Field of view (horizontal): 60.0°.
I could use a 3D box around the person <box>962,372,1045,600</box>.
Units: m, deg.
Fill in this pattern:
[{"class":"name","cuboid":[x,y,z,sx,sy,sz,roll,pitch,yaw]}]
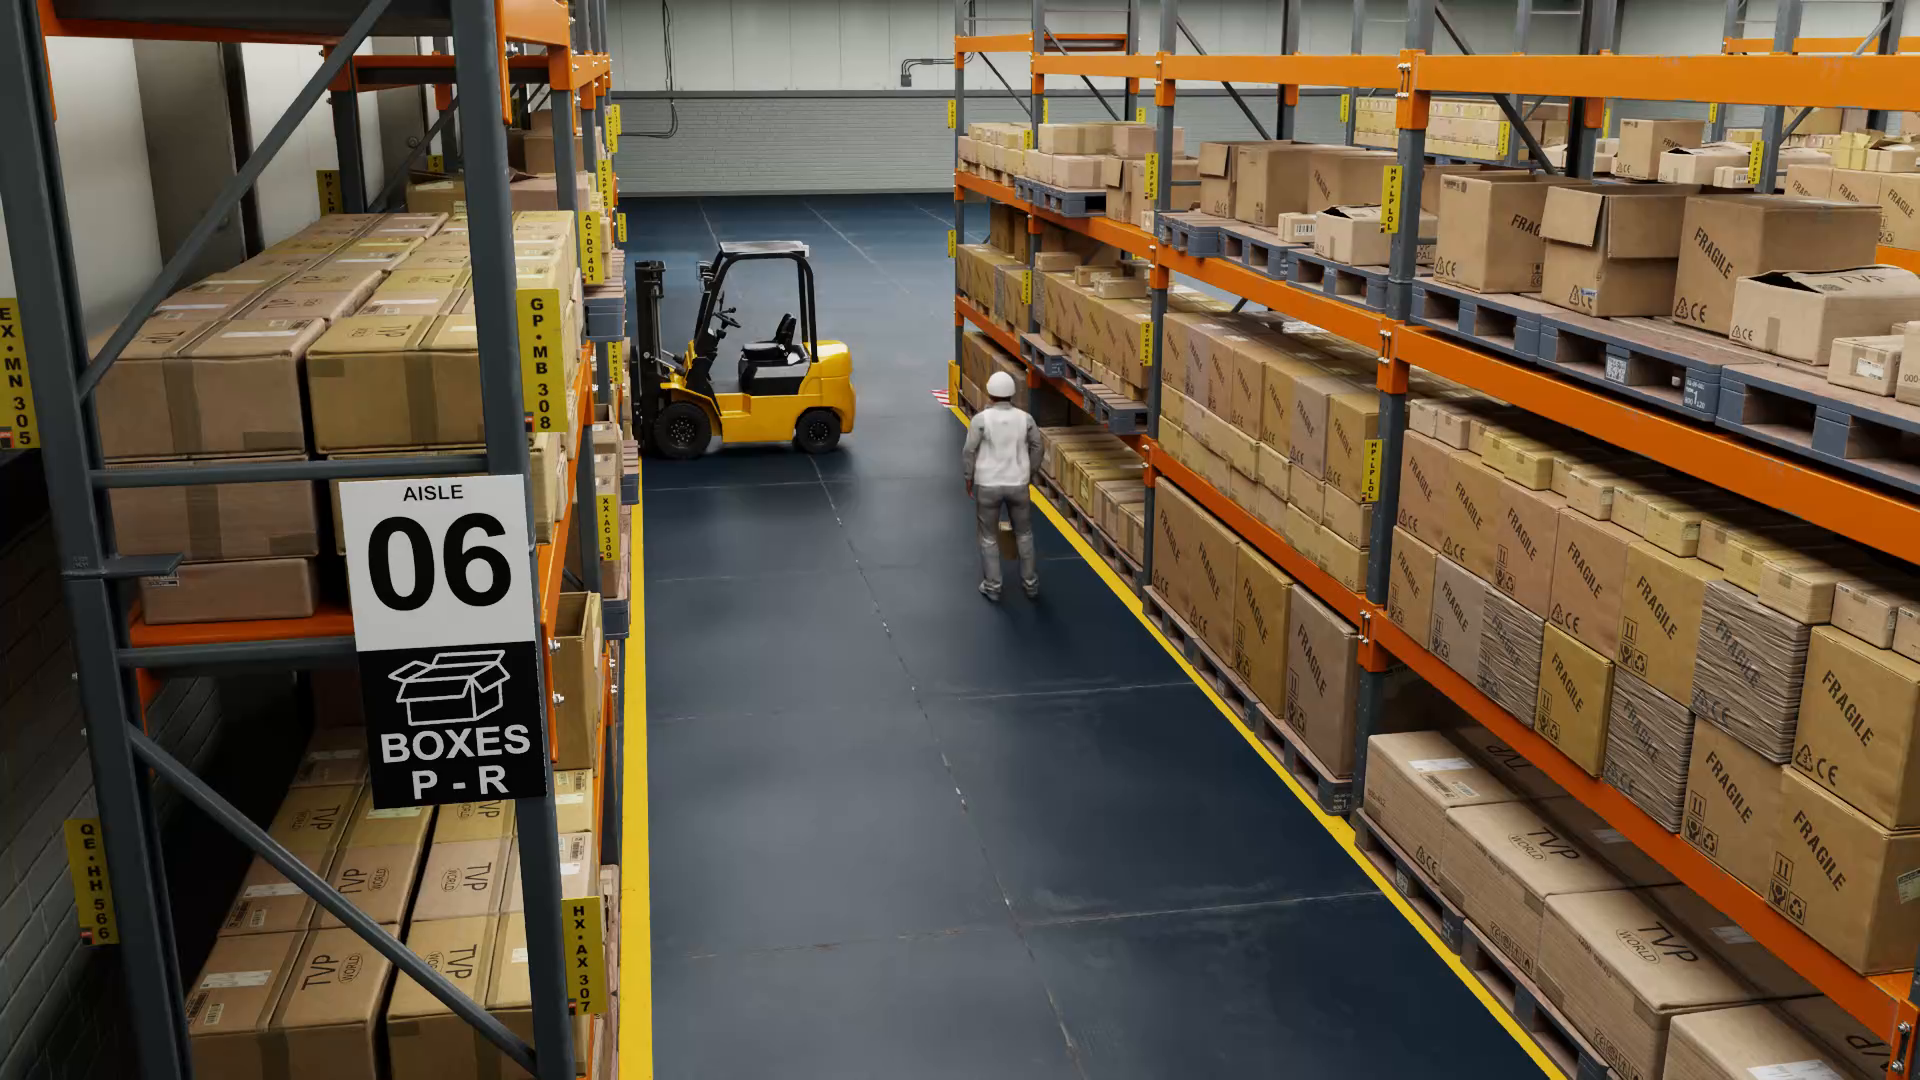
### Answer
[{"class":"person","cuboid":[0.337,-0.437,13.025,0.658,1.750,0.500,-3,16,-9]}]
